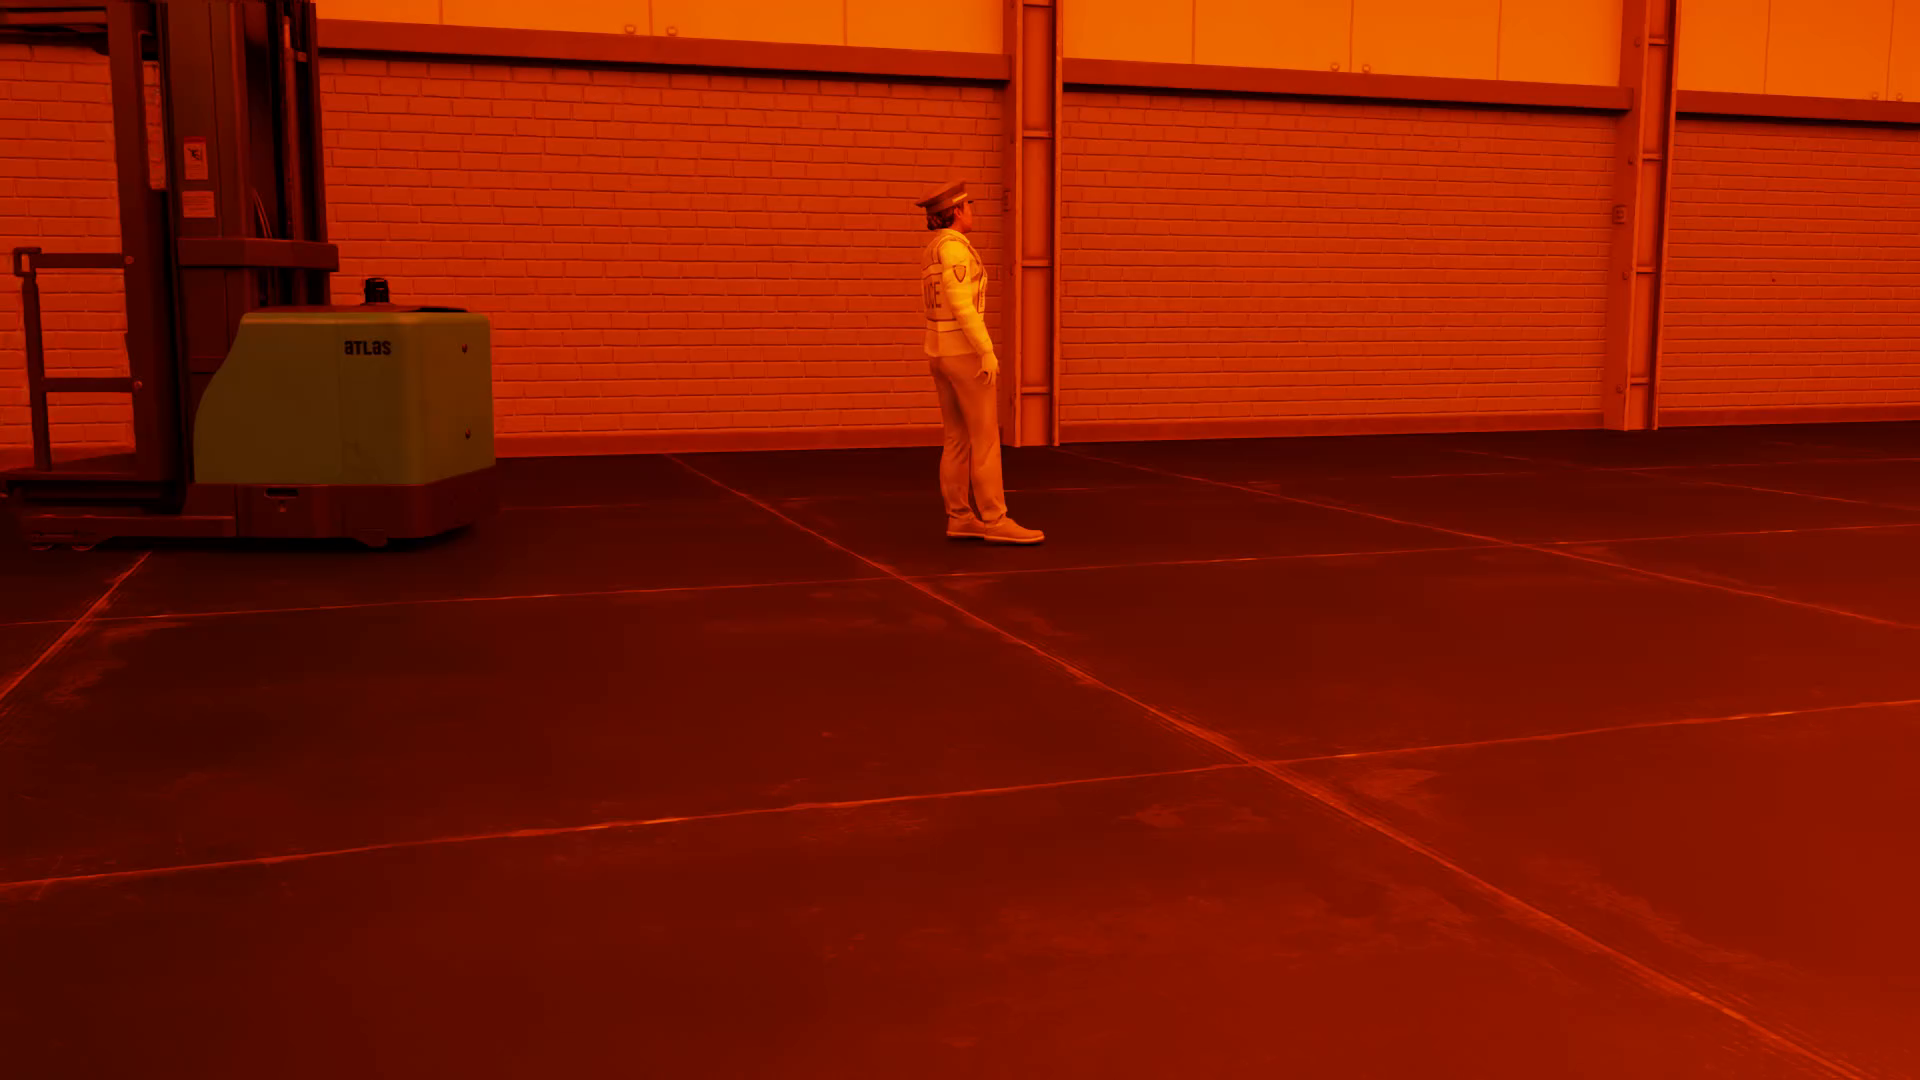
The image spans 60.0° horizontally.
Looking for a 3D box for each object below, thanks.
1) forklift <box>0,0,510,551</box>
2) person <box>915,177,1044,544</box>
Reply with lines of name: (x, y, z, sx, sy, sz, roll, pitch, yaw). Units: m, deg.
forklift: (-3.810, -1.471, 7.867, 3.031, 2.935, 1.130, 1, 8, 4)
person: (0.068, -0.849, 7.824, 0.530, 1.694, 0.587, -3, 8, -18)
